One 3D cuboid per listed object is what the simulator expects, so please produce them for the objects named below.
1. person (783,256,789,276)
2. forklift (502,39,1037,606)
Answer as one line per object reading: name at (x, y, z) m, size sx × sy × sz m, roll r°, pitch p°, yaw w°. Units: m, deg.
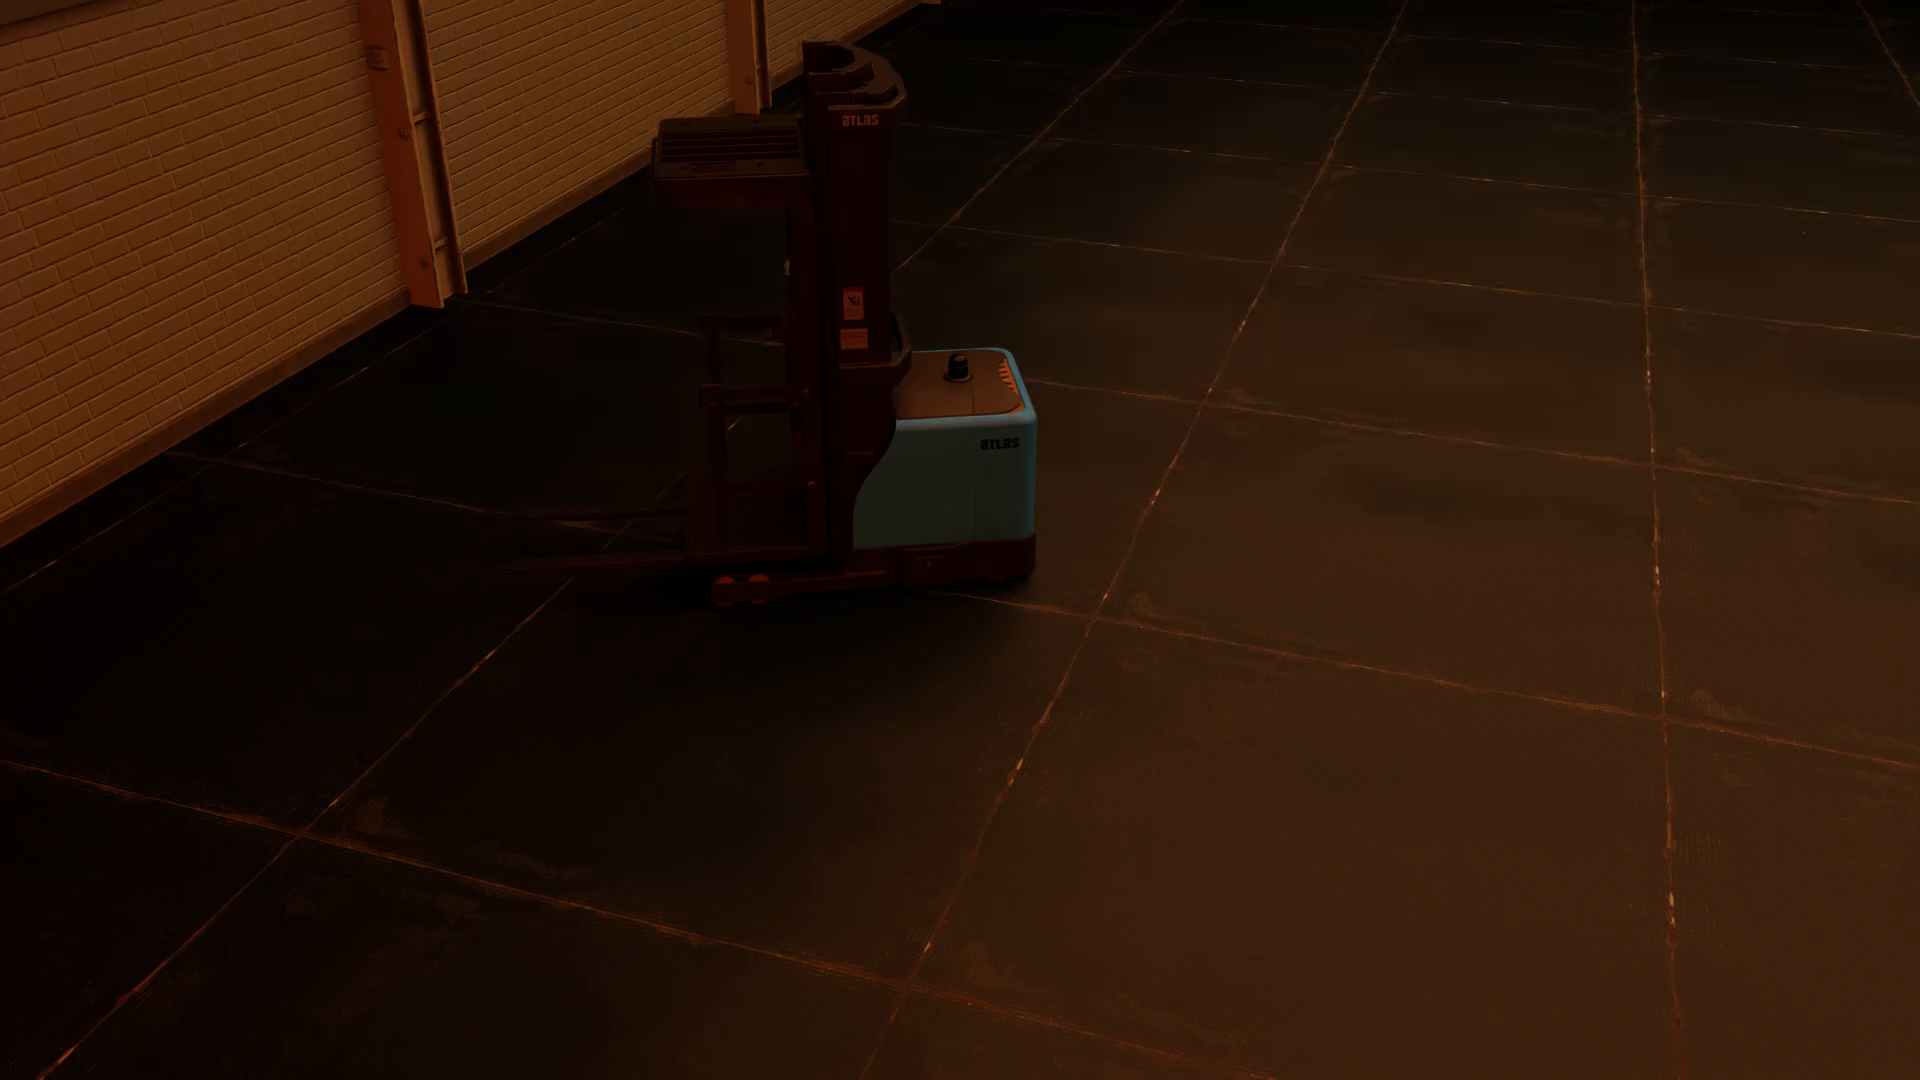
person at (-0.893, -1.953, 11.891) m, size 0.754 × 1.660 × 0.440 m, roll -17°, pitch 34°, yaw -27°
forklift at (-1.118, -1.175, 9.198) m, size 3.031 × 2.935 × 1.130 m, roll -4°, pitch 30°, yaw -6°
